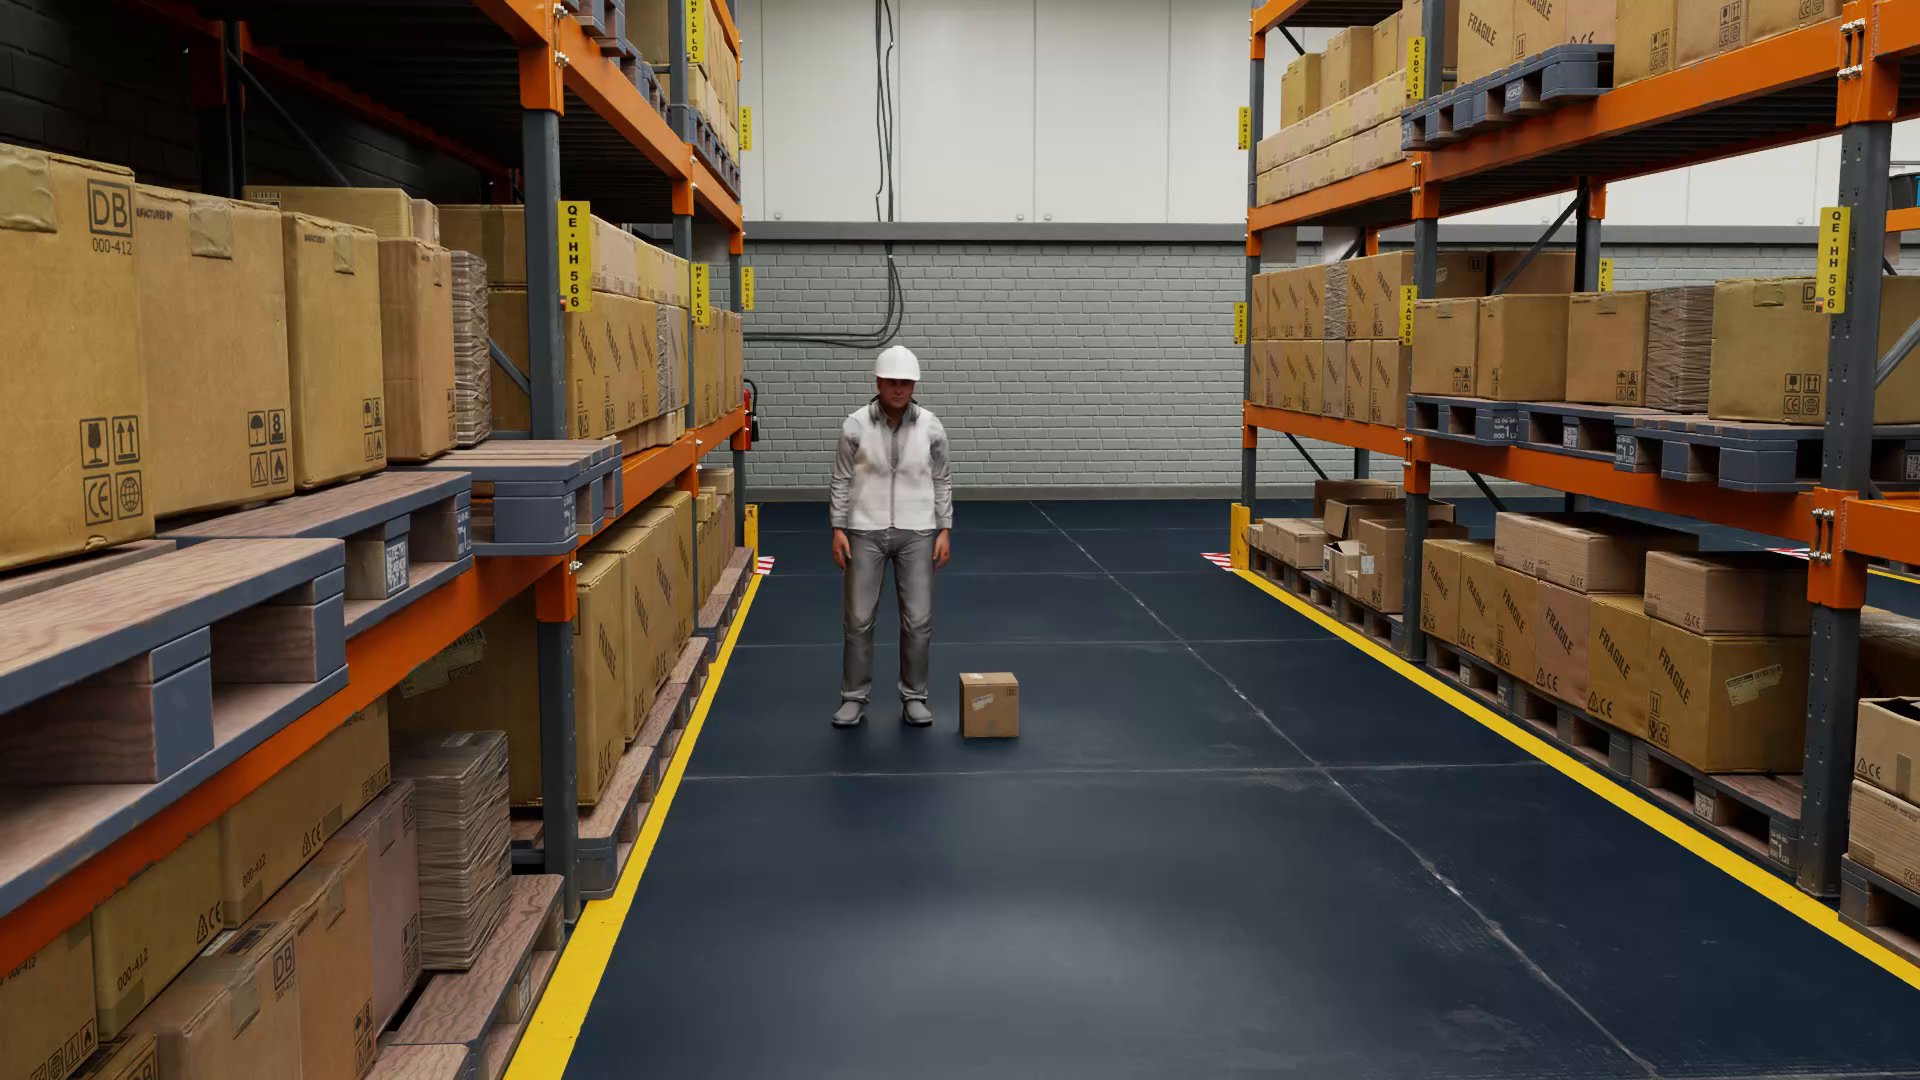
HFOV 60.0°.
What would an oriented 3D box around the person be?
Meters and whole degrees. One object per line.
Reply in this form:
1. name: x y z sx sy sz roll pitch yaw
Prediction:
1. person: -0.323 -0.023 7.828 0.585 1.770 0.463 -1 7 -6
